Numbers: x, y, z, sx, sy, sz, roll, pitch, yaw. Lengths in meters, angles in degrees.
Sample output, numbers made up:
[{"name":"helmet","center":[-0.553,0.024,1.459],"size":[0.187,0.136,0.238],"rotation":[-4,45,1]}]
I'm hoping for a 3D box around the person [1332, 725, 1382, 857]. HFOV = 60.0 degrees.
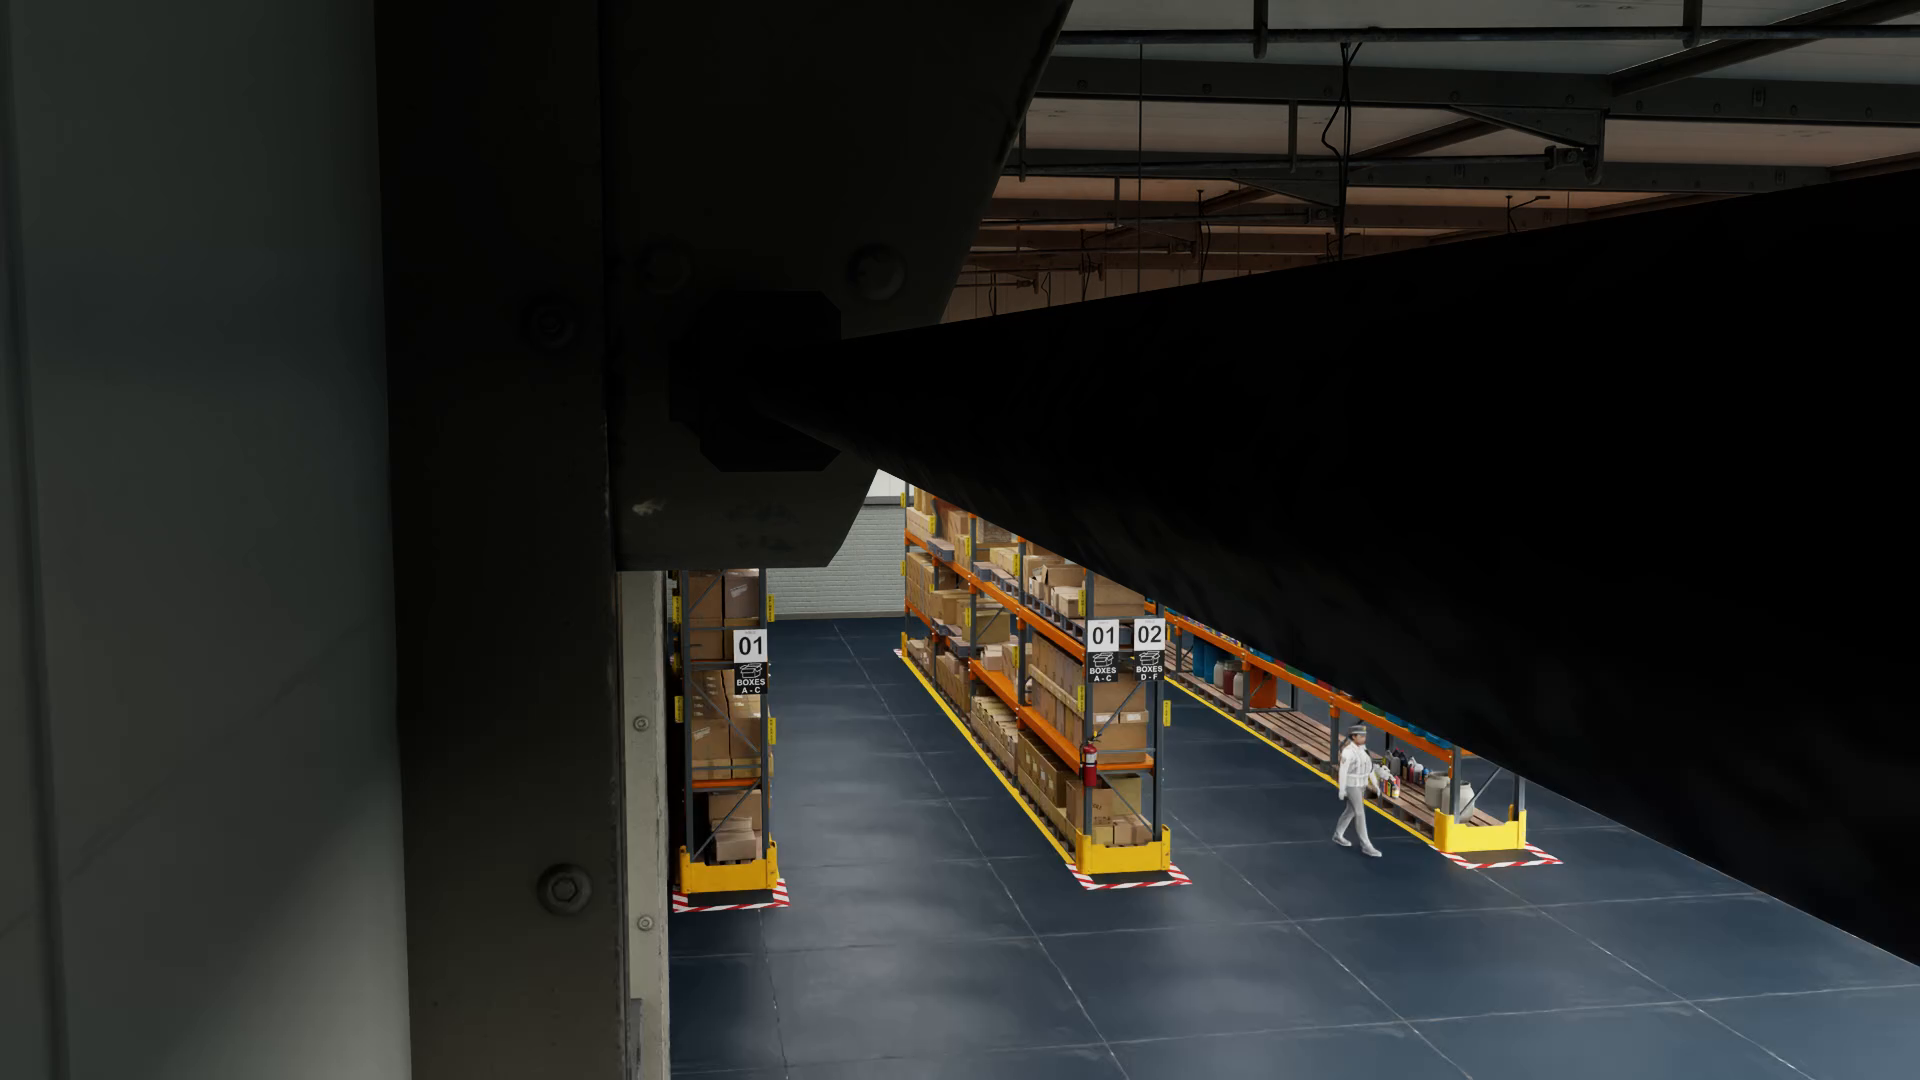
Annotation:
[{"name":"person","center":[5.244,3.239,21.756],"size":[0.836,1.648,0.515],"rotation":[5,8,41]}]
